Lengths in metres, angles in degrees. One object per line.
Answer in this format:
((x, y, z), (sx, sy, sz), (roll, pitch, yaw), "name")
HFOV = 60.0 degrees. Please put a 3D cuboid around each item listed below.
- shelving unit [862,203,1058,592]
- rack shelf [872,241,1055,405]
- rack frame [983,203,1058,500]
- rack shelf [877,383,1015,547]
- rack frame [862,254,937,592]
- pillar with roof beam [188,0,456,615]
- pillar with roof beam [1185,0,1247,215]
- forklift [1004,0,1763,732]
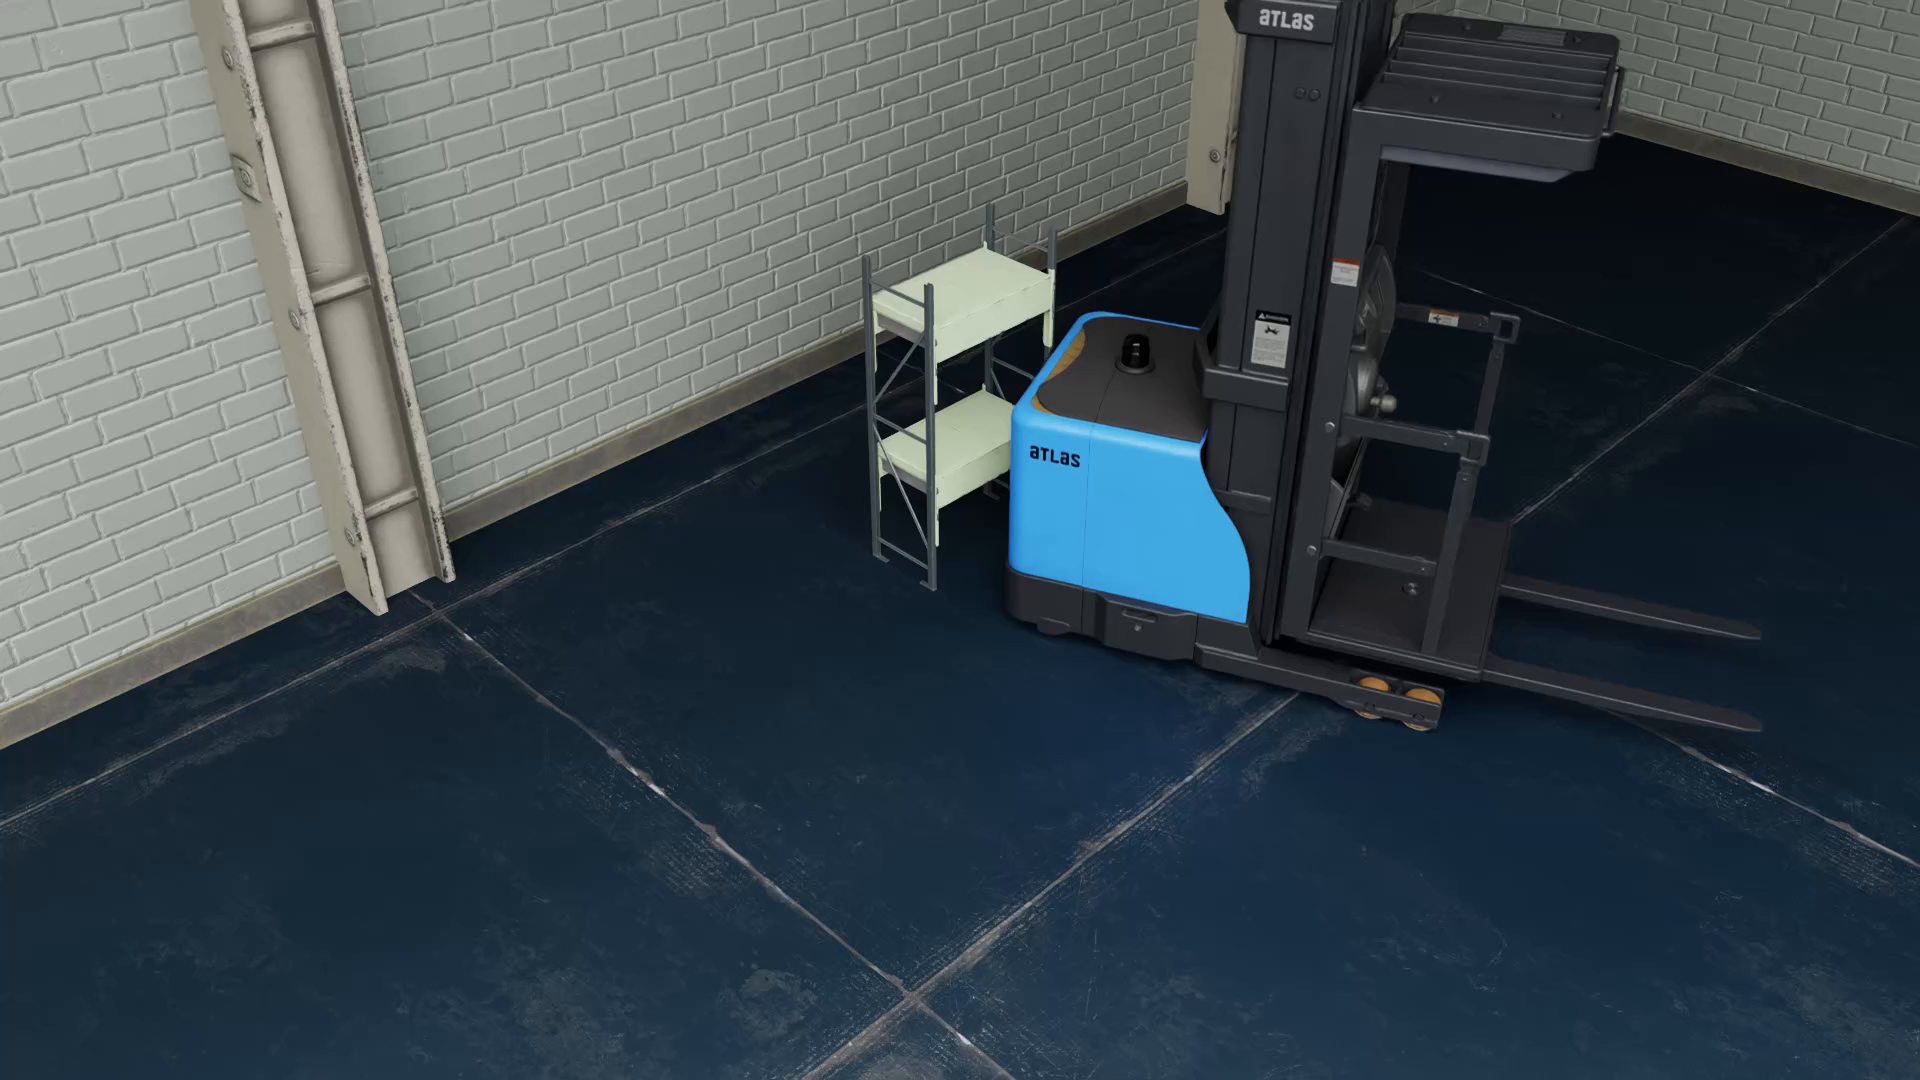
((0.005, -0.618, 7.325), (0.431, 1.500, 0.755), (30, 45, 35), "shelving unit")
((0.005, -0.938, 7.102), (0.431, 0.370, 0.720), (30, 45, 35), "rack shelf")
((0.263, -0.766, 7.538), (0.400, 1.500, 0.023), (30, 45, 35), "rack frame")
((0.005, -0.350, 7.511), (0.431, 0.370, 0.720), (30, 45, 35), "rack shelf")
((-0.253, -0.469, 7.112), (0.400, 1.500, 0.023), (30, 45, 35), "rack frame")
((0.538, -1.765, 2.415), (9.100, 9.000, 0.400), (30, 45, 35), "pillar with roof beam")
((4.765, -4.201, 5.907), (9.100, 9.000, 0.400), (30, 45, 35), "pillar with roof beam")
((1.761, -0.786, 6.314), (3.031, 2.935, 1.130), (13, 37, 17), "forklift")
